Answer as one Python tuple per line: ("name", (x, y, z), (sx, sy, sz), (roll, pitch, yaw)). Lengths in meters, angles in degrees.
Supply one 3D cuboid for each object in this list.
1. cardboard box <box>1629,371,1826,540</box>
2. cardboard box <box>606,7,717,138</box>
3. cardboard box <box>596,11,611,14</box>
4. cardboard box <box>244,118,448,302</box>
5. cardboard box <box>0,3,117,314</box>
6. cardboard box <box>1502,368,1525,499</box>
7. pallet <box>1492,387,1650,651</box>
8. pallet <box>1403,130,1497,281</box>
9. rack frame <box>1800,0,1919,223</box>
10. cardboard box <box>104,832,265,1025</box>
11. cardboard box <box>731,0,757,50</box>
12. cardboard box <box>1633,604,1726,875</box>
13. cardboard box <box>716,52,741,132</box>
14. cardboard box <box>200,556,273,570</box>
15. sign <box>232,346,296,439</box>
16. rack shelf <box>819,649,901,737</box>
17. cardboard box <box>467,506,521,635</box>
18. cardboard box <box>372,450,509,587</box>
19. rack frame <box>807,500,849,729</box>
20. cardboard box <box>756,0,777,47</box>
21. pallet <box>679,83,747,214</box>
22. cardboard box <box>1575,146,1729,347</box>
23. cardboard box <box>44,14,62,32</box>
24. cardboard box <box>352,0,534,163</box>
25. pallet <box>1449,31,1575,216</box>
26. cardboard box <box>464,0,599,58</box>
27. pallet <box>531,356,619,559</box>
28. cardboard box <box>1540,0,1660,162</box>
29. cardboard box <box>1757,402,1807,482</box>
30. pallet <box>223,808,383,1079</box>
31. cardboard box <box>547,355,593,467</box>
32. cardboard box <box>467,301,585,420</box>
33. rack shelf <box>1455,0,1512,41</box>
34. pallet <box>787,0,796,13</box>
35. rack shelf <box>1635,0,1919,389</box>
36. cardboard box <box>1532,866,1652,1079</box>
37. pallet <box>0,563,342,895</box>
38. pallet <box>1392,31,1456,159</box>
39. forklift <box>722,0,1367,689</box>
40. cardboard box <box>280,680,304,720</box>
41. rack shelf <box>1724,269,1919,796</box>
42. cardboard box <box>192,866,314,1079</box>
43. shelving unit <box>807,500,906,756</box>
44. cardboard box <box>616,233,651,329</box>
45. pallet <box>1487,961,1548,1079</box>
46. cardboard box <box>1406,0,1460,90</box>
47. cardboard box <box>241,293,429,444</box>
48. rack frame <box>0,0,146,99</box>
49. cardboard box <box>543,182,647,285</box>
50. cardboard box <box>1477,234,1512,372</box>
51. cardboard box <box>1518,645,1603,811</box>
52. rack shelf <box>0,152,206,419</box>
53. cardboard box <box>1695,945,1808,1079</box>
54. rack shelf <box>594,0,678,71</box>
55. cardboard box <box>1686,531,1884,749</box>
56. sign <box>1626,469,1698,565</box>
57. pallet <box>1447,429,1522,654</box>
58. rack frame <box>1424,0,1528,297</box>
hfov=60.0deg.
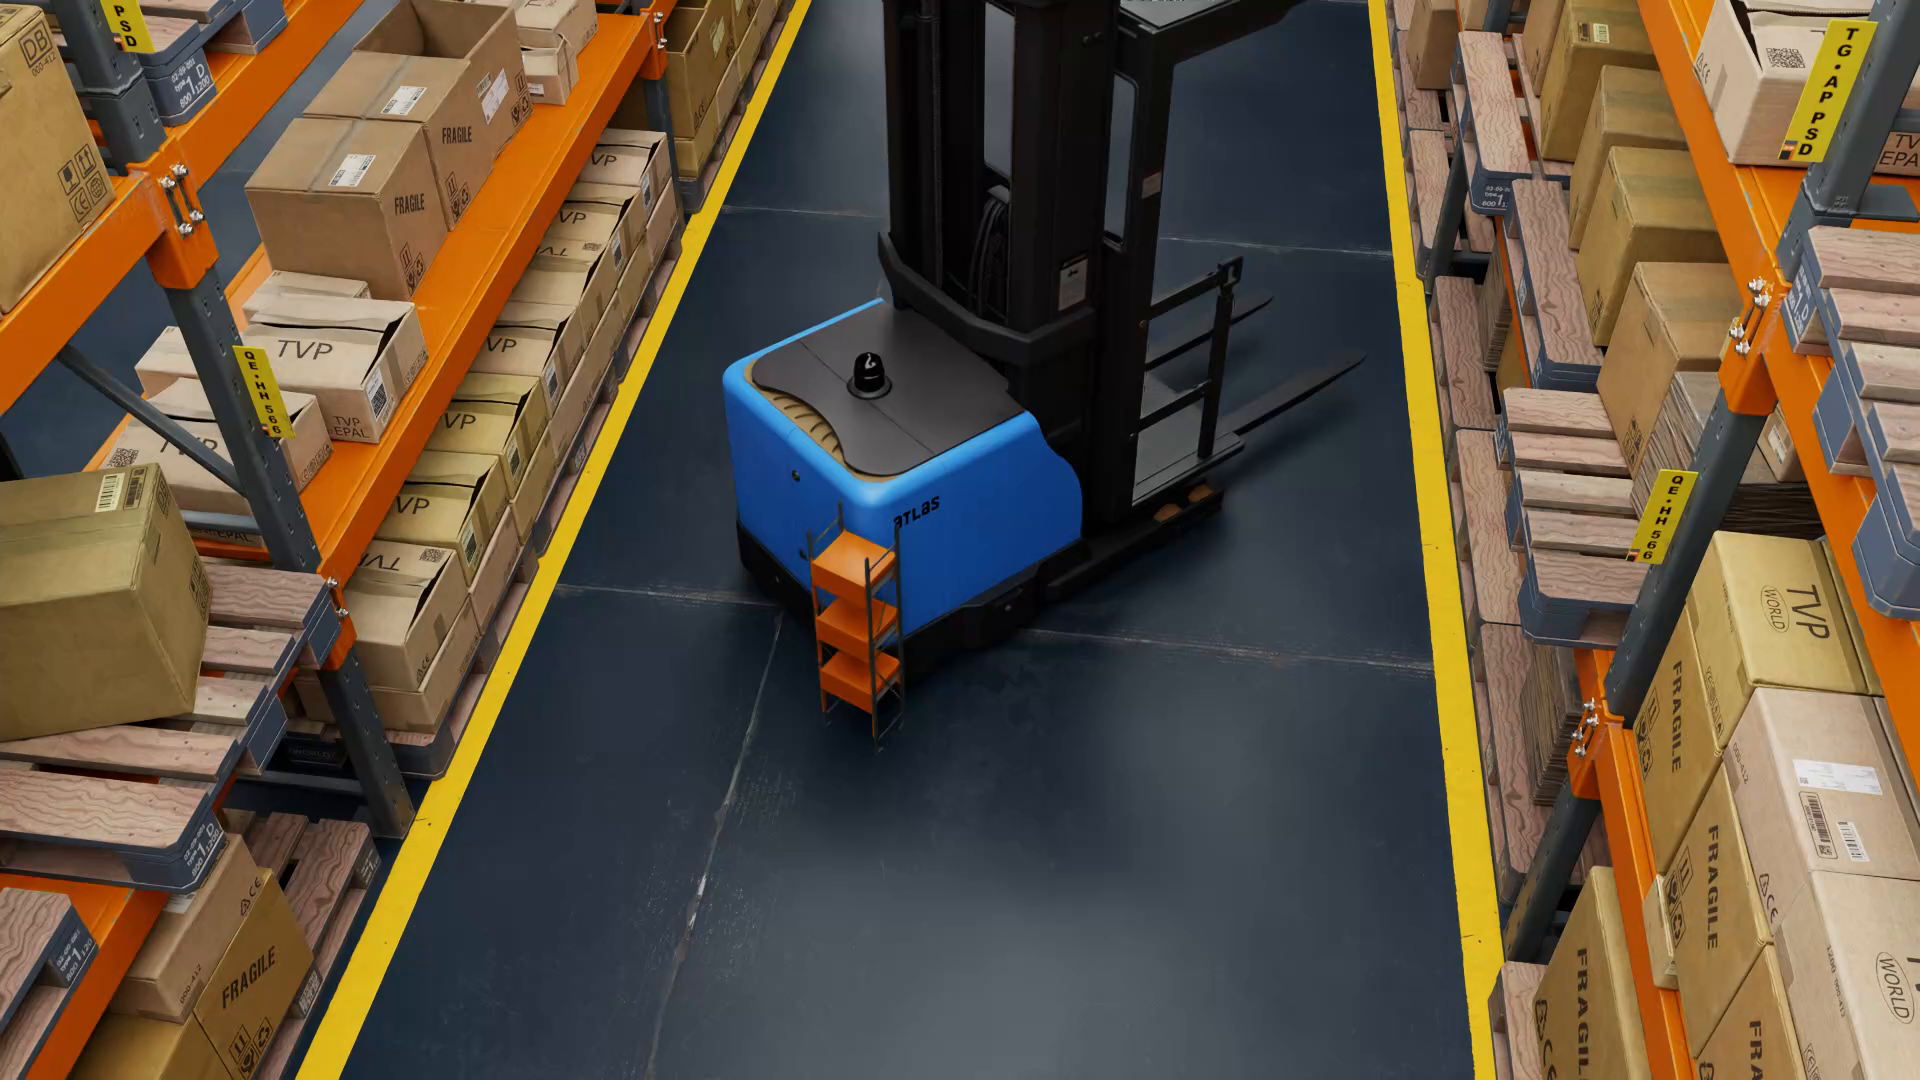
("cardboard box", (2.436, -0.140, 4.846), (0.700, 0.500, 0.500), (1, 43, 1))
("cardboard box", (-1.627, -2.511, 8.891), (0.500, 0.500, 0.500), (5, 44, 6))
("cardboard box", (-2.076, -2.899, 9.301), (0.500, 0.500, 0.500), (5, 44, 6))
("cardboard box", (-2.321, -1.252, 6.340), (0.500, 0.500, 0.500), (3, 44, 3))
("cardboard box", (-2.551, -0.896, 3.782), (0.910, 0.500, 0.500), (5, 44, 6))
("cardboard box", (2.705, -0.397, 7.008), (0.700, 0.500, 0.500), (6, 44, 6))
("pallet", (2.372, -0.049, 5.281), (1.213, 0.211, 1.003), (5, 44, 6))
("pallet", (2.966, -1.797, 9.017), (1.003, 0.211, 1.213), (5, 44, 6))
("rack frame", (2.384, -1.801, 2.630), (1.000, 3.000, 0.127), (5, 44, 6))
("cardboard box", (-2.421, 1.103, 4.879), (0.500, 0.250, 0.500), (7, 44, 7))
("cardboard box", (-1.495, -3.192, 9.611), (0.500, 0.500, 0.500), (5, 44, 6))
("cardboard box", (2.066, 0.533, 4.224), (0.500, 0.500, 0.500), (6, 44, 7))
("cardboard box", (-1.565, -2.579, 9.509), (0.500, 0.250, 0.500), (5, 44, 6))
("cardboard box", (-2.702, 0.192, 6.174), (0.500, 0.311, 0.500), (6, 44, 7))
("sign", (-1.988, -0.419, 4.749), (0.100, 0.325, 0.005), (5, 44, 6))
("rack shelf", (-0.373, 0.553, 6.344), (0.240, 0.259, 0.215), (24, 48, 23))
("cardboard box", (-2.101, 0.103, 6.677), (0.500, 0.250, 0.500), (4, 44, 4))
("cardboard box", (-2.106, -0.117, 6.501), (0.500, 0.311, 0.500), (4, 44, 4))
("rack frame", (-0.475, 0.299, 6.193), (0.008, 1.050, 0.200), (24, 48, 23))
("cardboard box", (-1.434, -3.261, 10.229), (0.500, 0.250, 0.500), (5, 44, 6))
("pallet", (-1.852, -2.322, 9.571), (1.003, 0.211, 1.213), (5, 44, 6))
("cardboard box", (2.578, -0.991, 5.745), (0.700, 0.500, 0.500), (5, 44, 6))
("cardboard box", (-2.523, -1.572, 4.373), (0.500, 0.250, 0.500), (2, 43, 2))
("cardboard box", (-2.186, -1.952, 7.079), (0.500, 0.500, 0.500), (8, 44, 9))
("pallet", (2.667, -1.772, 7.101), (1.003, 0.211, 1.213), (5, 44, 6))
("cardboard box", (-2.020, -2.403, 7.737), (0.500, 0.250, 0.500), (8, 44, 8))
("pallet", (-2.216, -0.445, 7.588), (1.003, 0.211, 1.213), (5, 44, 6))
("cardboard box", (2.730, -1.821, 6.621), (0.700, 0.500, 0.500), (9, 44, 10))
("cardboard box", (2.399, -0.292, 4.535), (0.380, 0.149, 0.250), (0, 43, 0))
("pallet", (-2.663, 1.447, 5.590), (1.003, 0.211, 1.213), (5, 44, 6))
("cardboard box", (-1.970, -0.602, 7.420), (0.500, 0.250, 0.500), (6, 44, 6))
("cardboard box", (-1.969, -0.815, 7.238), (0.500, 0.311, 0.500), (5, 44, 5))
("rack shelf", (3.177, -3.451, 9.258), (1.077, 0.370, 4.000), (5, 44, 6))
("pallet", (-1.529, -3.985, 11.327), (1.003, 0.211, 1.213), (5, 44, 6))
("rack shelf", (2.648, -1.814, 5.348), (1.077, 0.370, 4.000), (5, 44, 6))
("cardboard box", (2.156, 1.495, 4.770), (0.750, 0.750, 0.750), (5, 44, 5))
("pallet", (-2.547, 0.467, 4.736), (1.213, 0.211, 1.003), (5, 44, 6))
("pallet", (3.125, -2.631, 9.897), (1.003, 0.211, 1.213), (5, 44, 6))
("forklift", (0.535, -1.318, 6.533), (3.031, 2.935, 1.130), (-28, 50, -27))
("cardboard box", (-2.699, 0.395, 6.368), (0.500, 0.250, 0.500), (6, 44, 7))
("rack shelf", (2.119, 0.912, 2.469), (1.077, 0.370, 4.000), (5, 44, 6))
("cardboard box", (-2.418, 1.336, 5.178), (0.500, 0.500, 0.500), (7, 44, 7))
("shelving unit", (-0.373, 0.344, 6.145), (0.252, 1.050, 0.215), (24, 48, 23))
("cardboard box", (-1.834, -1.297, 8.155), (0.500, 0.250, 0.500), (5, 44, 5))
("pallet", (2.205, 1.920, 5.091), (1.003, 0.211, 1.213), (5, 44, 6))
("cardboard box", (3.039, -2.980, 9.736), (0.700, 0.500, 0.500), (3, 44, 3))
("cardboard box", (-2.217, -0.630, 5.821), (0.500, 0.311, 0.500), (5, 44, 5))
("rack frame", (-2.527, -2.249, 3.102), (1.000, 3.000, 0.127), (5, 44, 6))
("cardboard box", (-1.830, -1.497, 7.958), (0.500, 0.311, 0.500), (6, 44, 7))
("cardboard box", (2.832, -1.098, 7.748), (0.700, 0.500, 0.500), (7, 44, 7))
("cardboard box", (2.427, 0.630, 5.924), (0.700, 0.500, 0.500), (6, 44, 6))
("rack shelf", (-2.792, 0.465, 2.942), (1.077, 0.370, 4.000), (5, 44, 6))
("cardboard box", (1.921, 1.228, 3.490), (0.500, 0.500, 0.500), (5, 44, 5))
("rack shelf", (-1.734, -3.898, 9.731), (1.077, 0.370, 4.000), (5, 44, 6))
("cardboard box", (2.064, 0.259, 3.968), (0.500, 0.250, 0.500), (6, 44, 7))
("sign", (1.844, -0.057, 4.367), (0.100, 0.325, 0.005), (5, 44, 6))
("pallet", (2.652, 0.028, 7.089), (1.003, 0.211, 1.213), (5, 44, 6))
("rack frame", (2.912, -2.349, 7.571), (1.000, 3.000, 0.127), (5, 44, 6))
